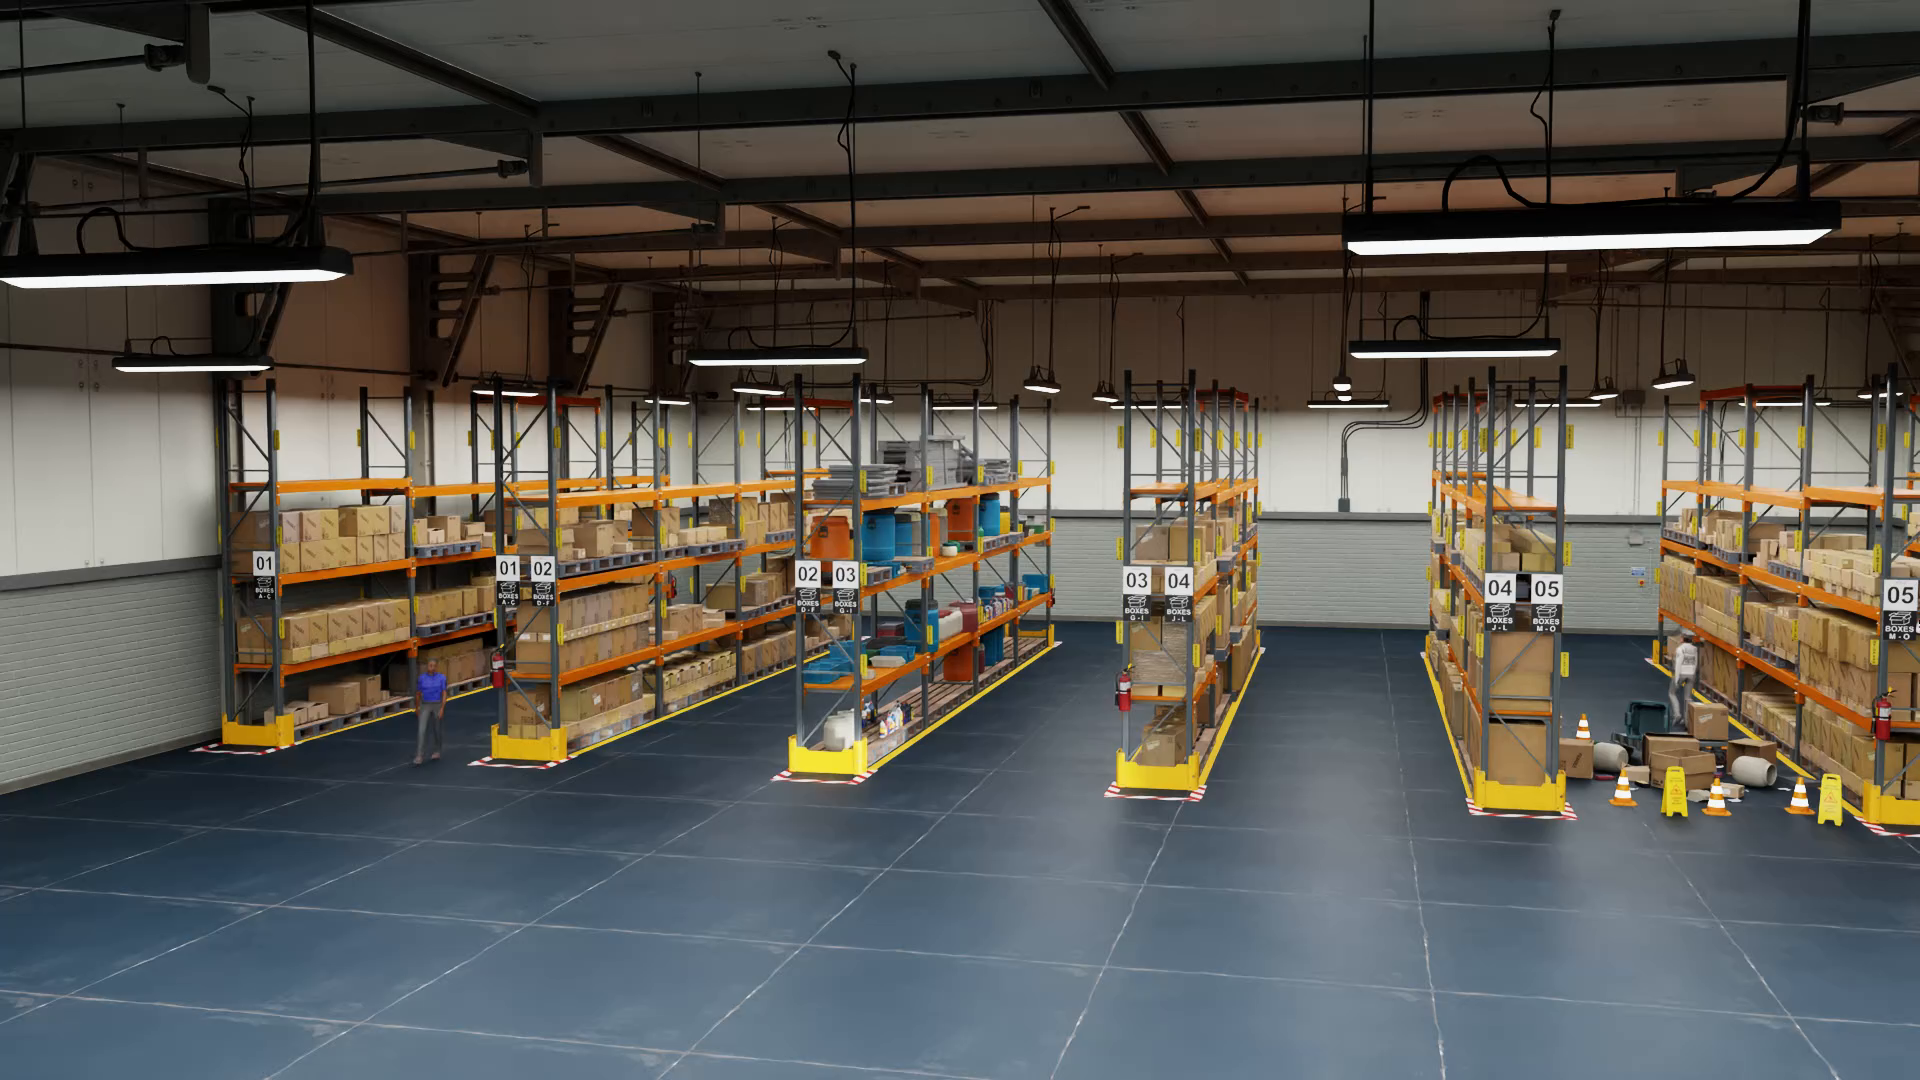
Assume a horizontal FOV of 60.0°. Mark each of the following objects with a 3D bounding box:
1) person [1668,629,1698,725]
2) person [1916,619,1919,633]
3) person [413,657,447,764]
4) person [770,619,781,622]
[{"bbox_3d":[12.678,2.400,29.115,0.504,1.676,0.446,0,3,4],"label":"person"},{"bbox_3d":[18.297,2.244,31.732,0.547,1.814,0.546,-1,3,-10],"label":"person"},{"bbox_3d":[-8.221,2.631,25.797,0.508,1.616,0.909,-1,4,-16],"label":"person"},{"bbox_3d":[-5.068,1.364,45.712,0.448,1.767,0.607,1,4,16],"label":"person"}]
